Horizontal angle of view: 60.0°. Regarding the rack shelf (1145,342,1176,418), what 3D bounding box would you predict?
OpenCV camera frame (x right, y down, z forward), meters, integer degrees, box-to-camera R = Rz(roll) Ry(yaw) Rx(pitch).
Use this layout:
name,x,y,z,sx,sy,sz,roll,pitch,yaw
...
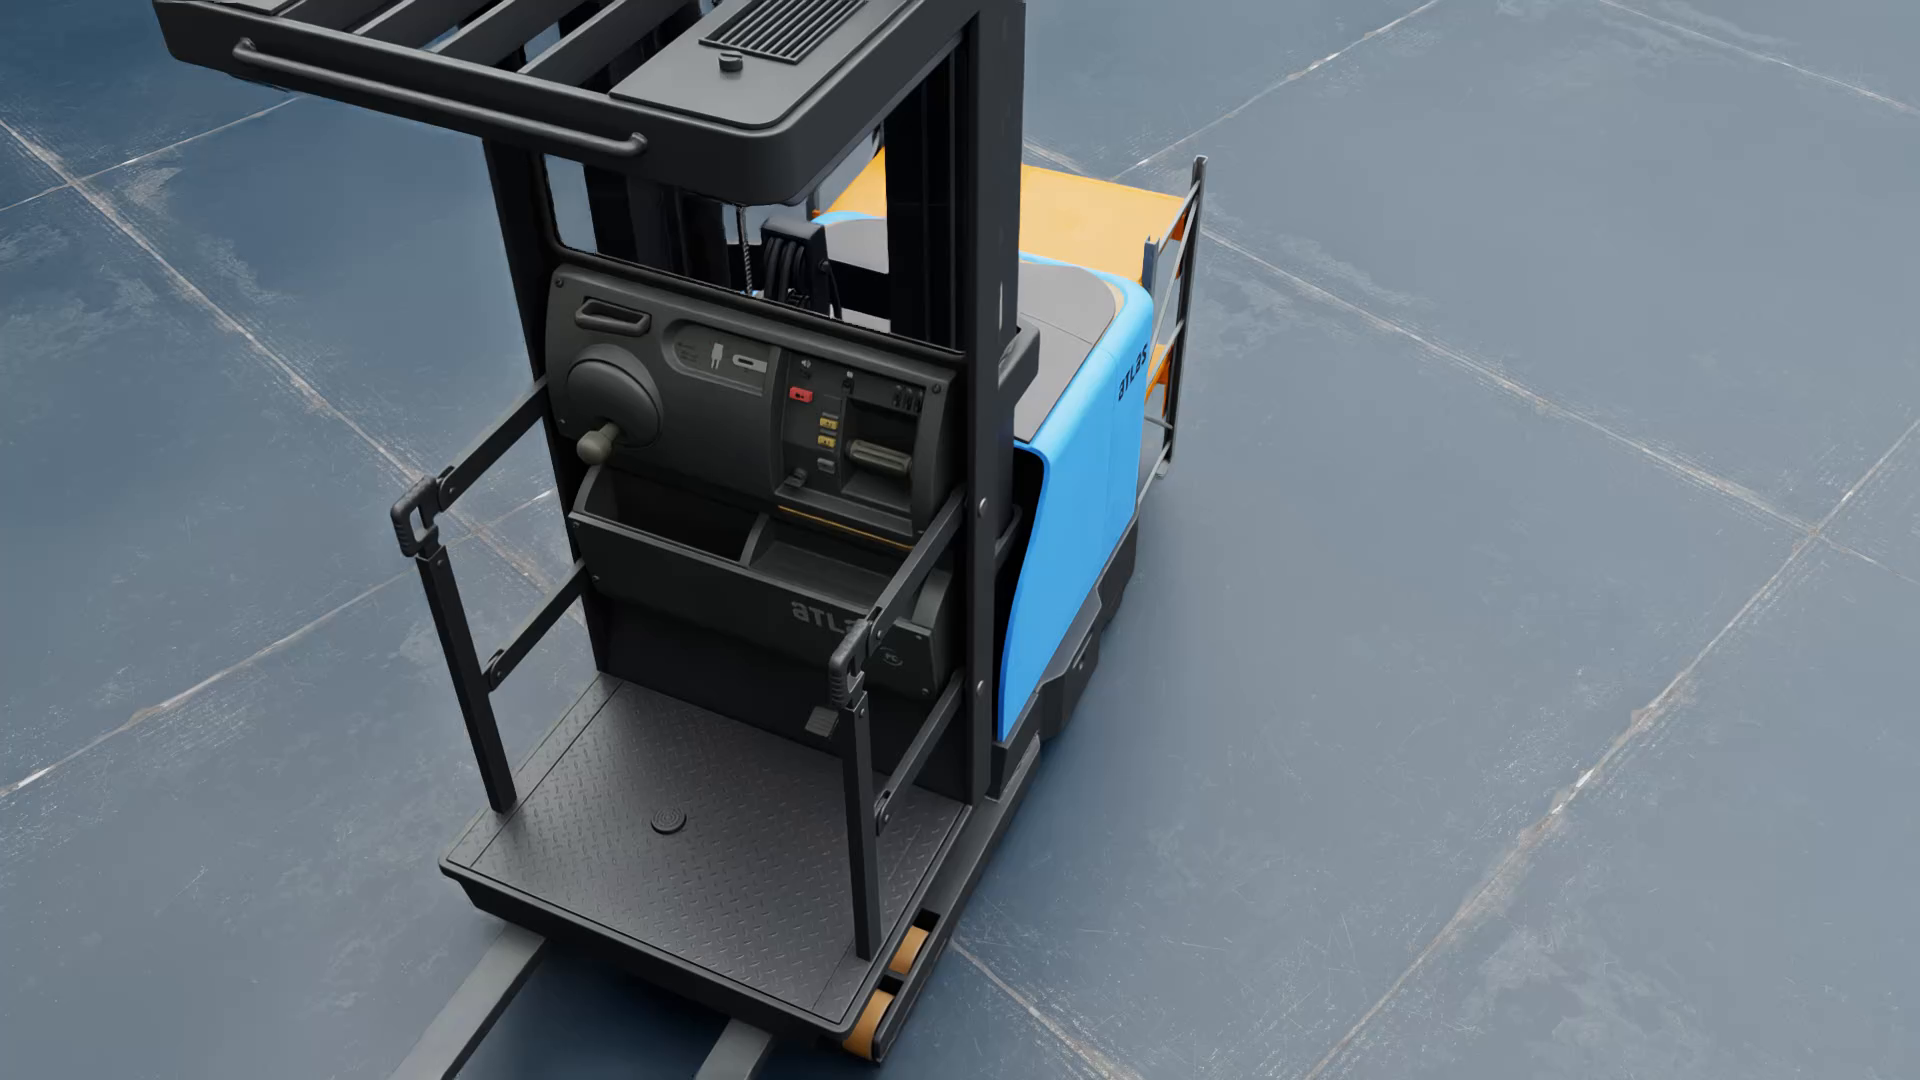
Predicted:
name,x,y,z,sx,sy,sz,roll,pitch,yaw
rack shelf,0.134,-0.490,5.312,1.000,0.278,0.538,16,45,16

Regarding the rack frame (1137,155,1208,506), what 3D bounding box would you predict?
name,x,y,z,sx,sy,sz,roll,pitch,yaw
rack frame,0.604,-0.538,5.003,0.032,1.125,0.500,16,45,16

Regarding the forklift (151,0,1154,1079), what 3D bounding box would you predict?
name,x,y,z,sx,sy,sz,roll,pitch,yaw
forklift,-0.544,-0.197,3.303,1.130,2.935,3.031,17,45,18

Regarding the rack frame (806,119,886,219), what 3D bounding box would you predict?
name,x,y,z,sx,sy,sz,roll,pitch,yaw
rack frame,-0.335,-0.802,5.289,0.032,1.125,0.500,16,45,16

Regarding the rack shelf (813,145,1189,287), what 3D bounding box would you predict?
name,x,y,z,sx,sy,sz,roll,pitch,yaw
rack shelf,0.134,-0.885,4.948,1.000,0.278,0.538,16,45,16

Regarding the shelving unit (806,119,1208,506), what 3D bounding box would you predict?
name,x,y,z,sx,sy,sz,roll,pitch,yaw
shelving unit,0.134,-0.670,5.146,1.048,1.125,0.538,16,45,16
